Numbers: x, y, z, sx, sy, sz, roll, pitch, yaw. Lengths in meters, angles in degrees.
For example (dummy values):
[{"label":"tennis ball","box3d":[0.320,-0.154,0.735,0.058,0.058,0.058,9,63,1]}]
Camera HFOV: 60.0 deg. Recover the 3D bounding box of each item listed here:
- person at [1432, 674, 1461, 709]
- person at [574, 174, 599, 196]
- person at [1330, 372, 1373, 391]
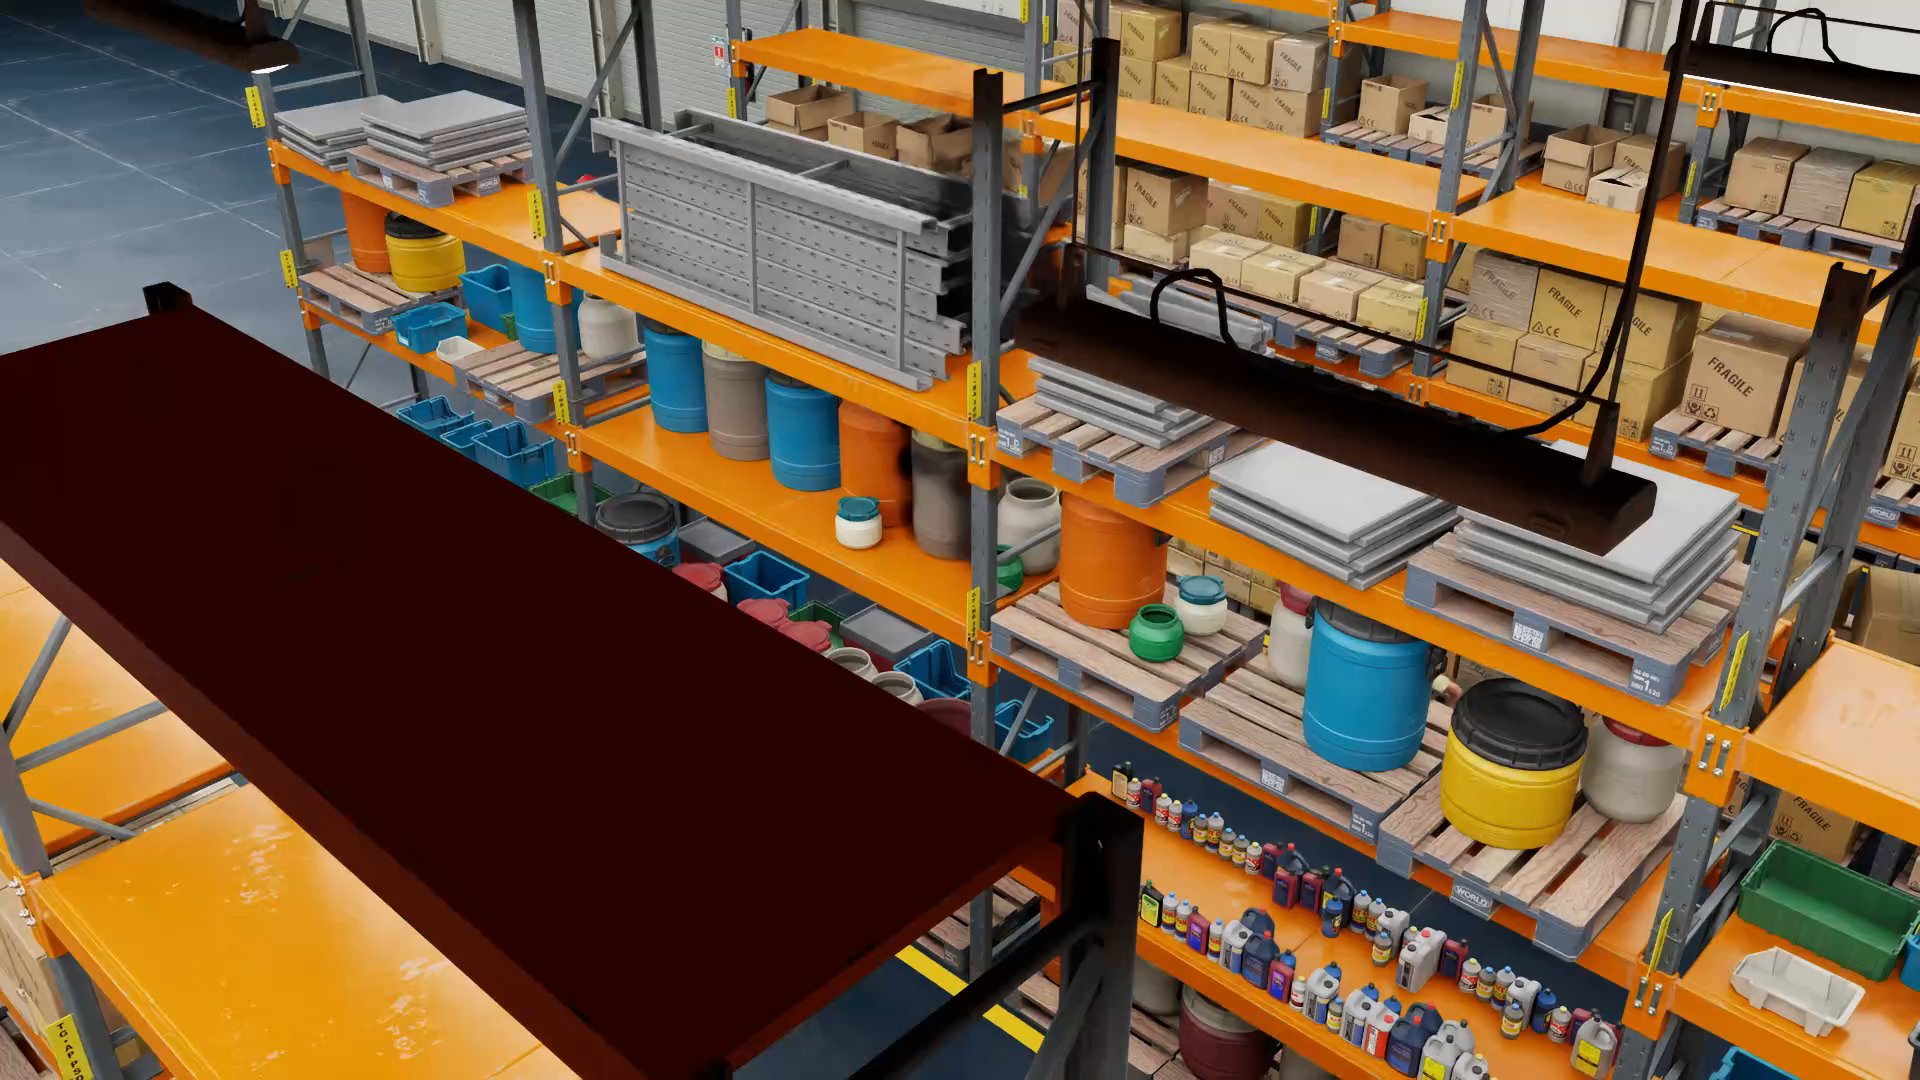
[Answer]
[{"label":"person","box3d":[3.155,1.526,11.462,0.909,1.701,0.575,22,36,34]},{"label":"person","box3d":[-4.676,-3.854,21.328,0.637,1.732,0.660,-13,32,-22]},{"label":"person","box3d":[4.043,-1.432,17.035,0.603,1.746,0.665,20,35,32]}]
